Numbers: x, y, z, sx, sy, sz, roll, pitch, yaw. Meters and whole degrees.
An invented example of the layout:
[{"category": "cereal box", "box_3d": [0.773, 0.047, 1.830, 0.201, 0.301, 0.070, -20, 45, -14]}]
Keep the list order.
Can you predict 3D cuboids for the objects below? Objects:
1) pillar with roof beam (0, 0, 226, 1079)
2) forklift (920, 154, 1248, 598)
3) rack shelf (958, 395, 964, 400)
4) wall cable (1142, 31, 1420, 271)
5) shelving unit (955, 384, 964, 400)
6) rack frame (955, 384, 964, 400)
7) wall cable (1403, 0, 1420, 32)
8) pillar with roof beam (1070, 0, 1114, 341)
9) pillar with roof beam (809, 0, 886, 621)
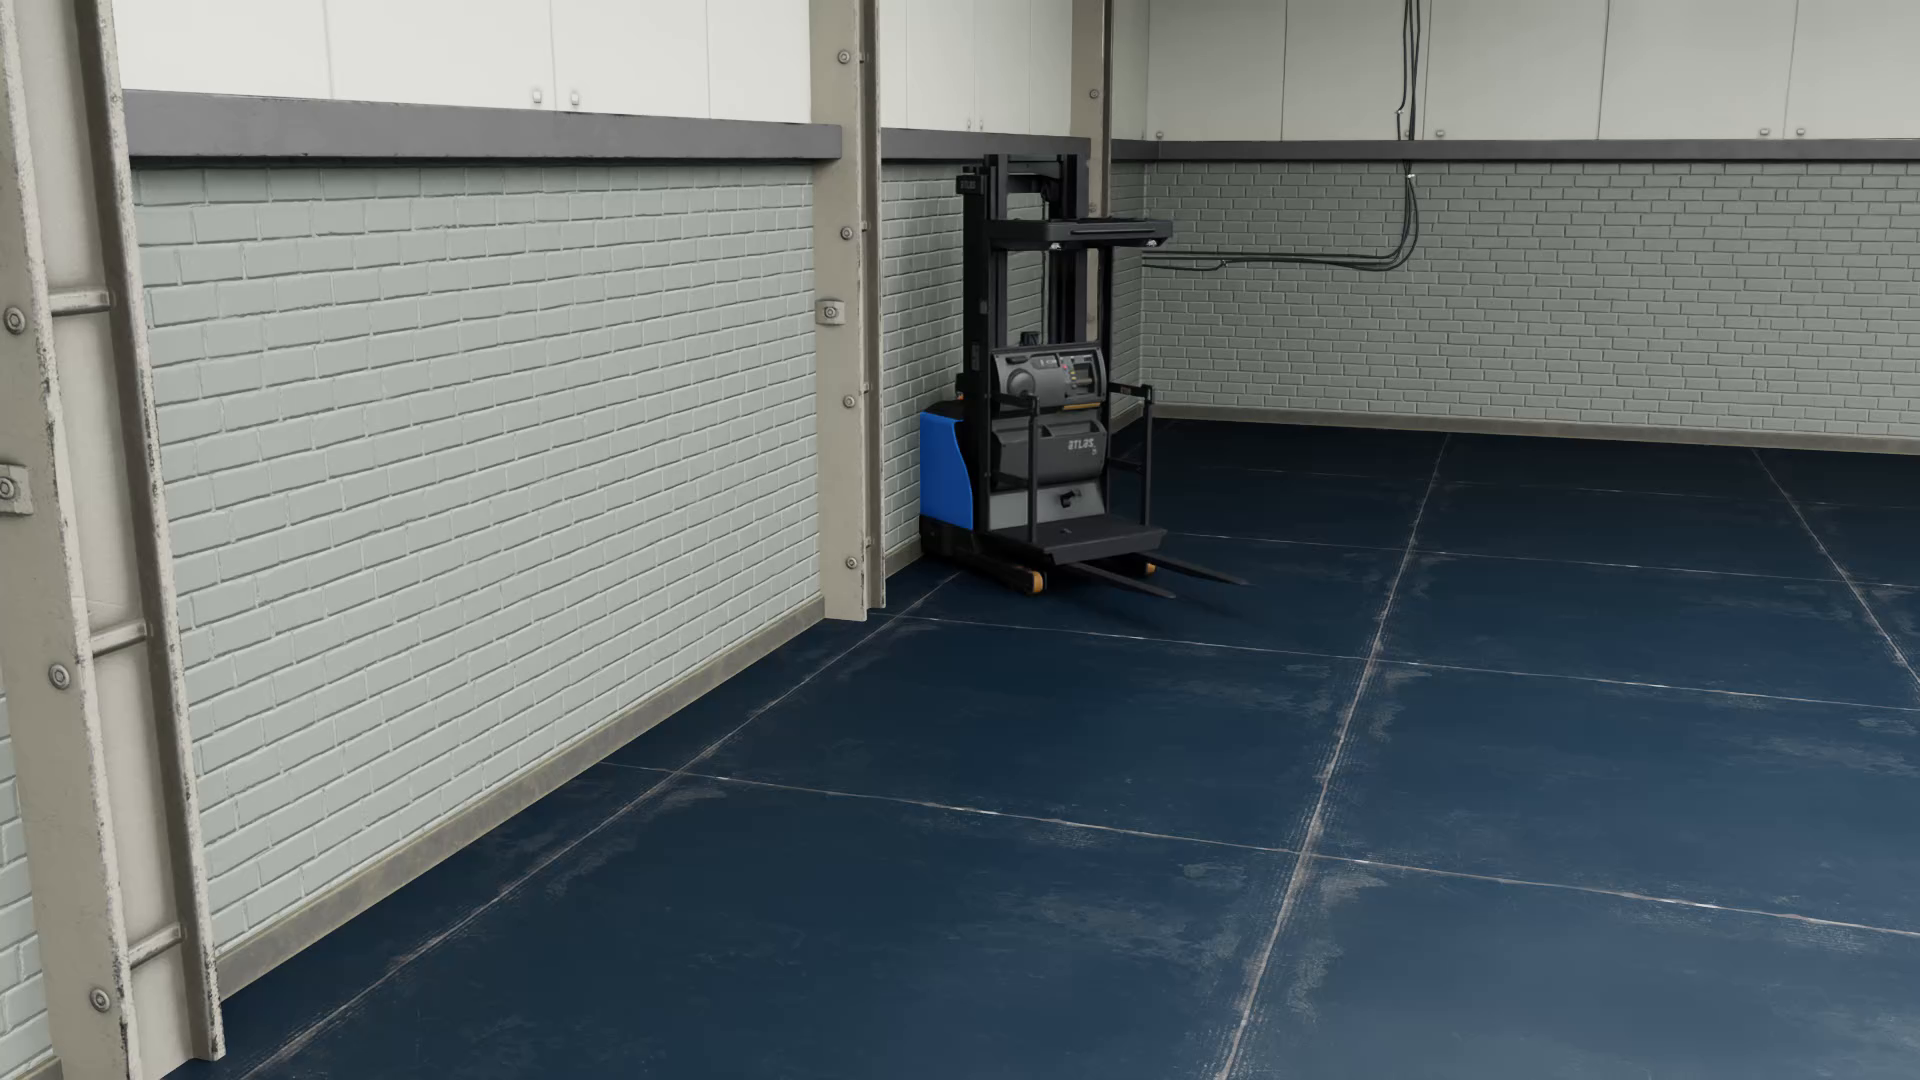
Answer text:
[{"category": "pillar with roof beam", "box_3d": [1.431, -2.343, 3.030, 9.100, 9.000, 0.400, 4, 14, 18]}, {"category": "forklift", "box_3d": [0.756, -1.174, 11.545, 1.130, 2.935, 3.031, -8, 15, -32]}, {"category": "rack shelf", "box_3d": [0.168, -1.117, 13.243, 0.258, 0.148, 0.480, 2, 22, 21]}, {"category": "wall cable", "box_3d": [3.444, -4.191, 18.104, 3.097, 2.526, 0.112, 4, 14, 18]}, {"category": "shelving unit", "box_3d": [0.209, -0.752, 13.383, 0.258, 1.200, 0.503, 2, 22, 21]}, {"category": "rack frame", "box_3d": [0.126, -0.662, 13.172, 0.240, 1.200, 0.015, 2, 22, 21]}, {"category": "wall cable", "box_3d": [6.004, -6.458, 16.689, 3.097, 2.526, 0.112, 4, 14, 18]}, {"category": "pillar with roof beam", "box_3d": [5.313, -4.870, 14.100, 9.100, 9.000, 0.400, 4, 14, 18]}, {"category": "pillar with roof beam", "box_3d": [3.372, -3.606, 8.565, 9.100, 9.000, 0.400, 4, 14, 18]}]
